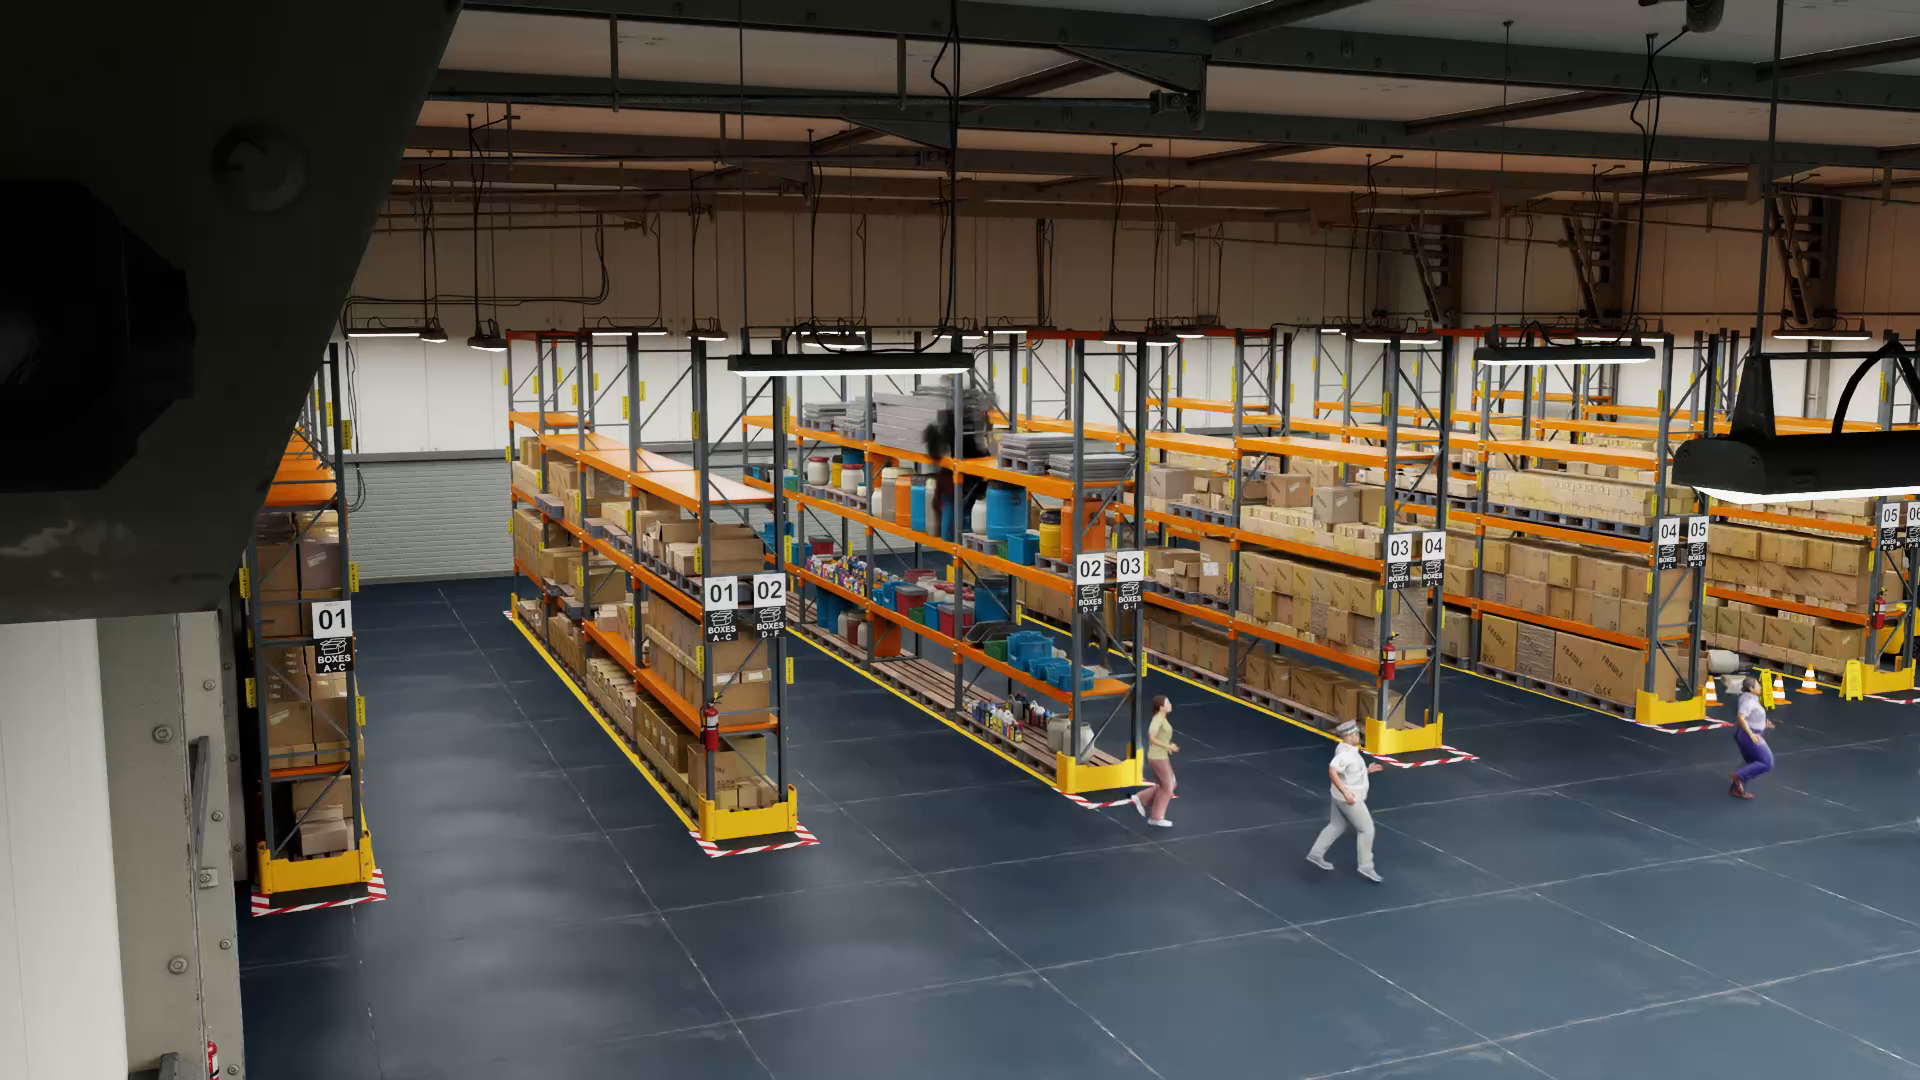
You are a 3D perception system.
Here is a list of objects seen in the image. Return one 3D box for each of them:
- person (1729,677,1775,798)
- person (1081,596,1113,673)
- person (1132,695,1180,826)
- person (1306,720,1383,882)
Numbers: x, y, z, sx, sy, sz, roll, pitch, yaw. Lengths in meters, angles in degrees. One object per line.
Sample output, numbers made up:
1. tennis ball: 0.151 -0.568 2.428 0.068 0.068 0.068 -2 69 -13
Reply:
1. person: 10.379 2.593 21.766 0.538 1.607 0.607 2 8 13
2. person: 2.291 1.416 28.739 0.539 1.675 0.899 -5 9 -34
3. person: 2.457 2.731 20.769 0.596 1.622 0.606 2 8 14
4. person: 4.350 2.920 18.676 0.819 1.839 0.640 0 8 0
